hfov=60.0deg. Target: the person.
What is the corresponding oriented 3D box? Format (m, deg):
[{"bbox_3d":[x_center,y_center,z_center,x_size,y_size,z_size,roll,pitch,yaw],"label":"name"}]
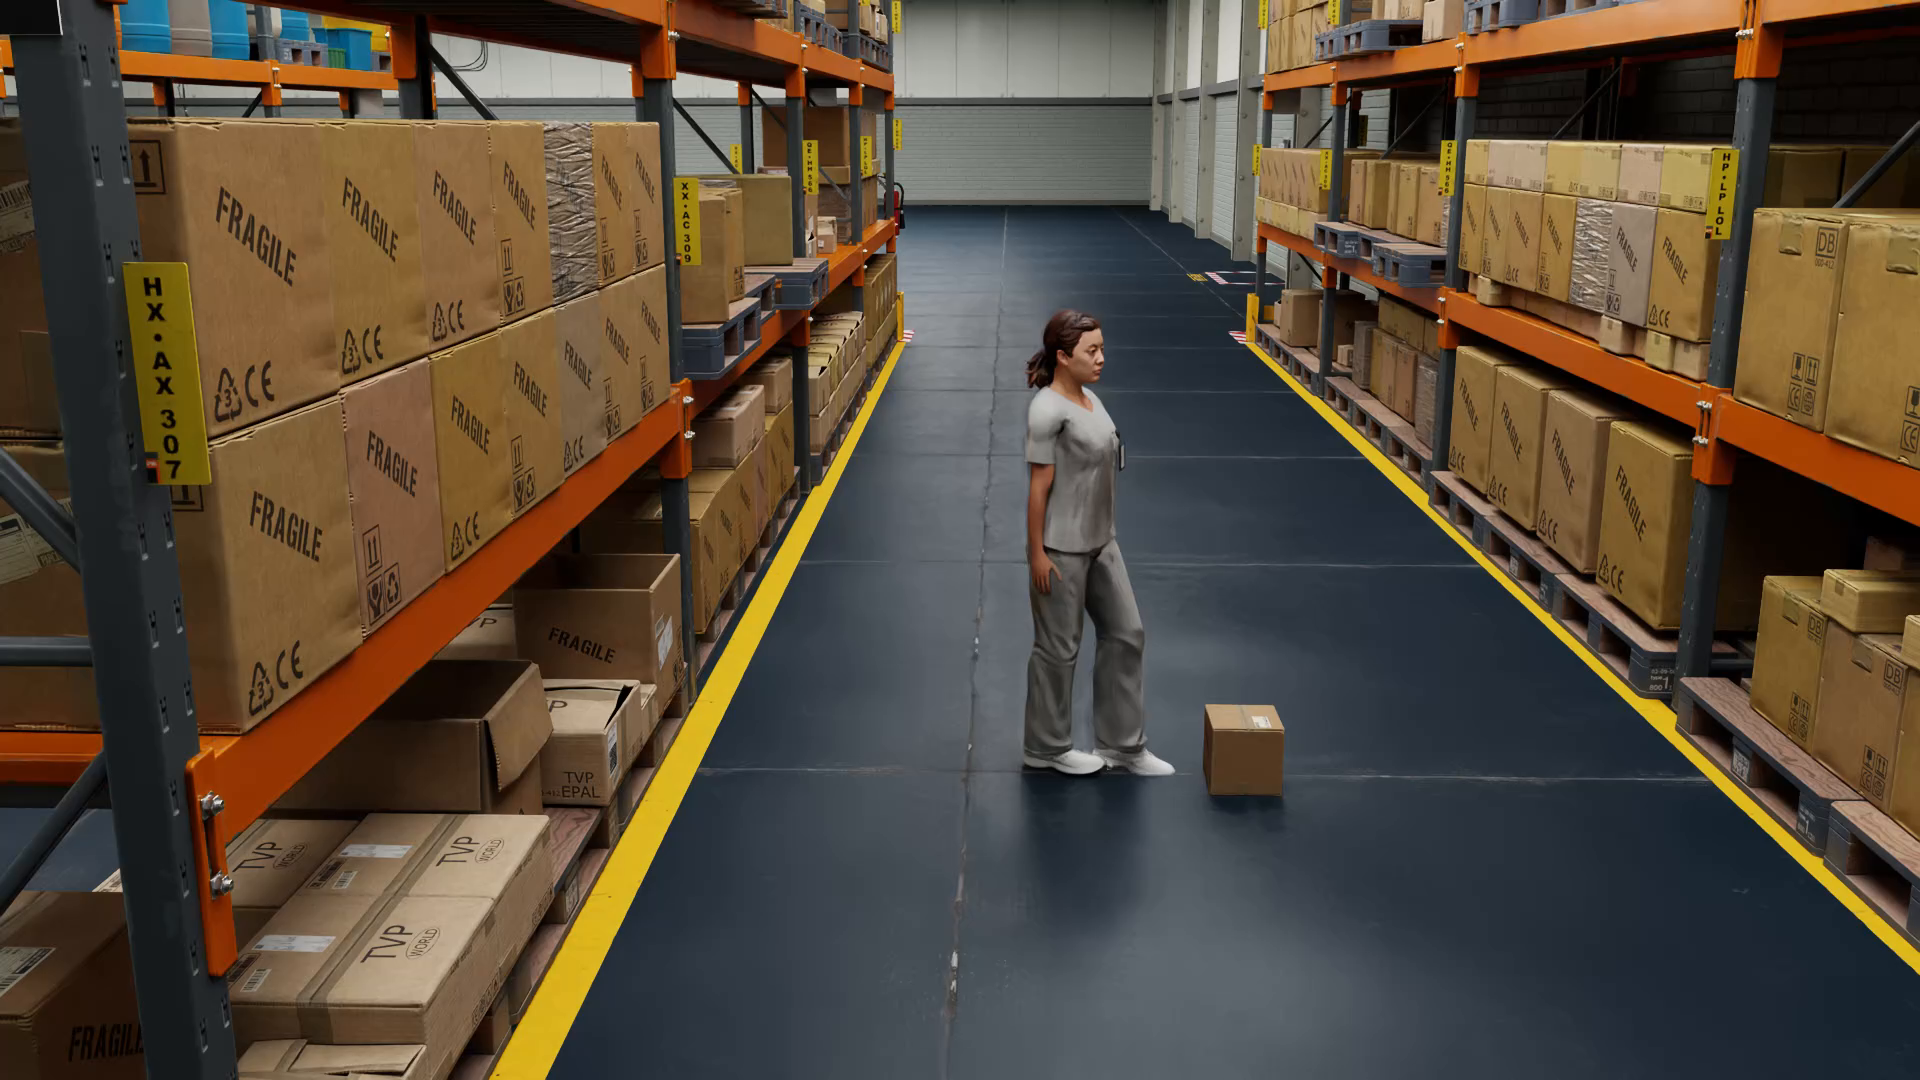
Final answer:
[{"bbox_3d":[0.462,0.047,5.836,0.526,1.698,0.442,9,16,31],"label":"person"}]
